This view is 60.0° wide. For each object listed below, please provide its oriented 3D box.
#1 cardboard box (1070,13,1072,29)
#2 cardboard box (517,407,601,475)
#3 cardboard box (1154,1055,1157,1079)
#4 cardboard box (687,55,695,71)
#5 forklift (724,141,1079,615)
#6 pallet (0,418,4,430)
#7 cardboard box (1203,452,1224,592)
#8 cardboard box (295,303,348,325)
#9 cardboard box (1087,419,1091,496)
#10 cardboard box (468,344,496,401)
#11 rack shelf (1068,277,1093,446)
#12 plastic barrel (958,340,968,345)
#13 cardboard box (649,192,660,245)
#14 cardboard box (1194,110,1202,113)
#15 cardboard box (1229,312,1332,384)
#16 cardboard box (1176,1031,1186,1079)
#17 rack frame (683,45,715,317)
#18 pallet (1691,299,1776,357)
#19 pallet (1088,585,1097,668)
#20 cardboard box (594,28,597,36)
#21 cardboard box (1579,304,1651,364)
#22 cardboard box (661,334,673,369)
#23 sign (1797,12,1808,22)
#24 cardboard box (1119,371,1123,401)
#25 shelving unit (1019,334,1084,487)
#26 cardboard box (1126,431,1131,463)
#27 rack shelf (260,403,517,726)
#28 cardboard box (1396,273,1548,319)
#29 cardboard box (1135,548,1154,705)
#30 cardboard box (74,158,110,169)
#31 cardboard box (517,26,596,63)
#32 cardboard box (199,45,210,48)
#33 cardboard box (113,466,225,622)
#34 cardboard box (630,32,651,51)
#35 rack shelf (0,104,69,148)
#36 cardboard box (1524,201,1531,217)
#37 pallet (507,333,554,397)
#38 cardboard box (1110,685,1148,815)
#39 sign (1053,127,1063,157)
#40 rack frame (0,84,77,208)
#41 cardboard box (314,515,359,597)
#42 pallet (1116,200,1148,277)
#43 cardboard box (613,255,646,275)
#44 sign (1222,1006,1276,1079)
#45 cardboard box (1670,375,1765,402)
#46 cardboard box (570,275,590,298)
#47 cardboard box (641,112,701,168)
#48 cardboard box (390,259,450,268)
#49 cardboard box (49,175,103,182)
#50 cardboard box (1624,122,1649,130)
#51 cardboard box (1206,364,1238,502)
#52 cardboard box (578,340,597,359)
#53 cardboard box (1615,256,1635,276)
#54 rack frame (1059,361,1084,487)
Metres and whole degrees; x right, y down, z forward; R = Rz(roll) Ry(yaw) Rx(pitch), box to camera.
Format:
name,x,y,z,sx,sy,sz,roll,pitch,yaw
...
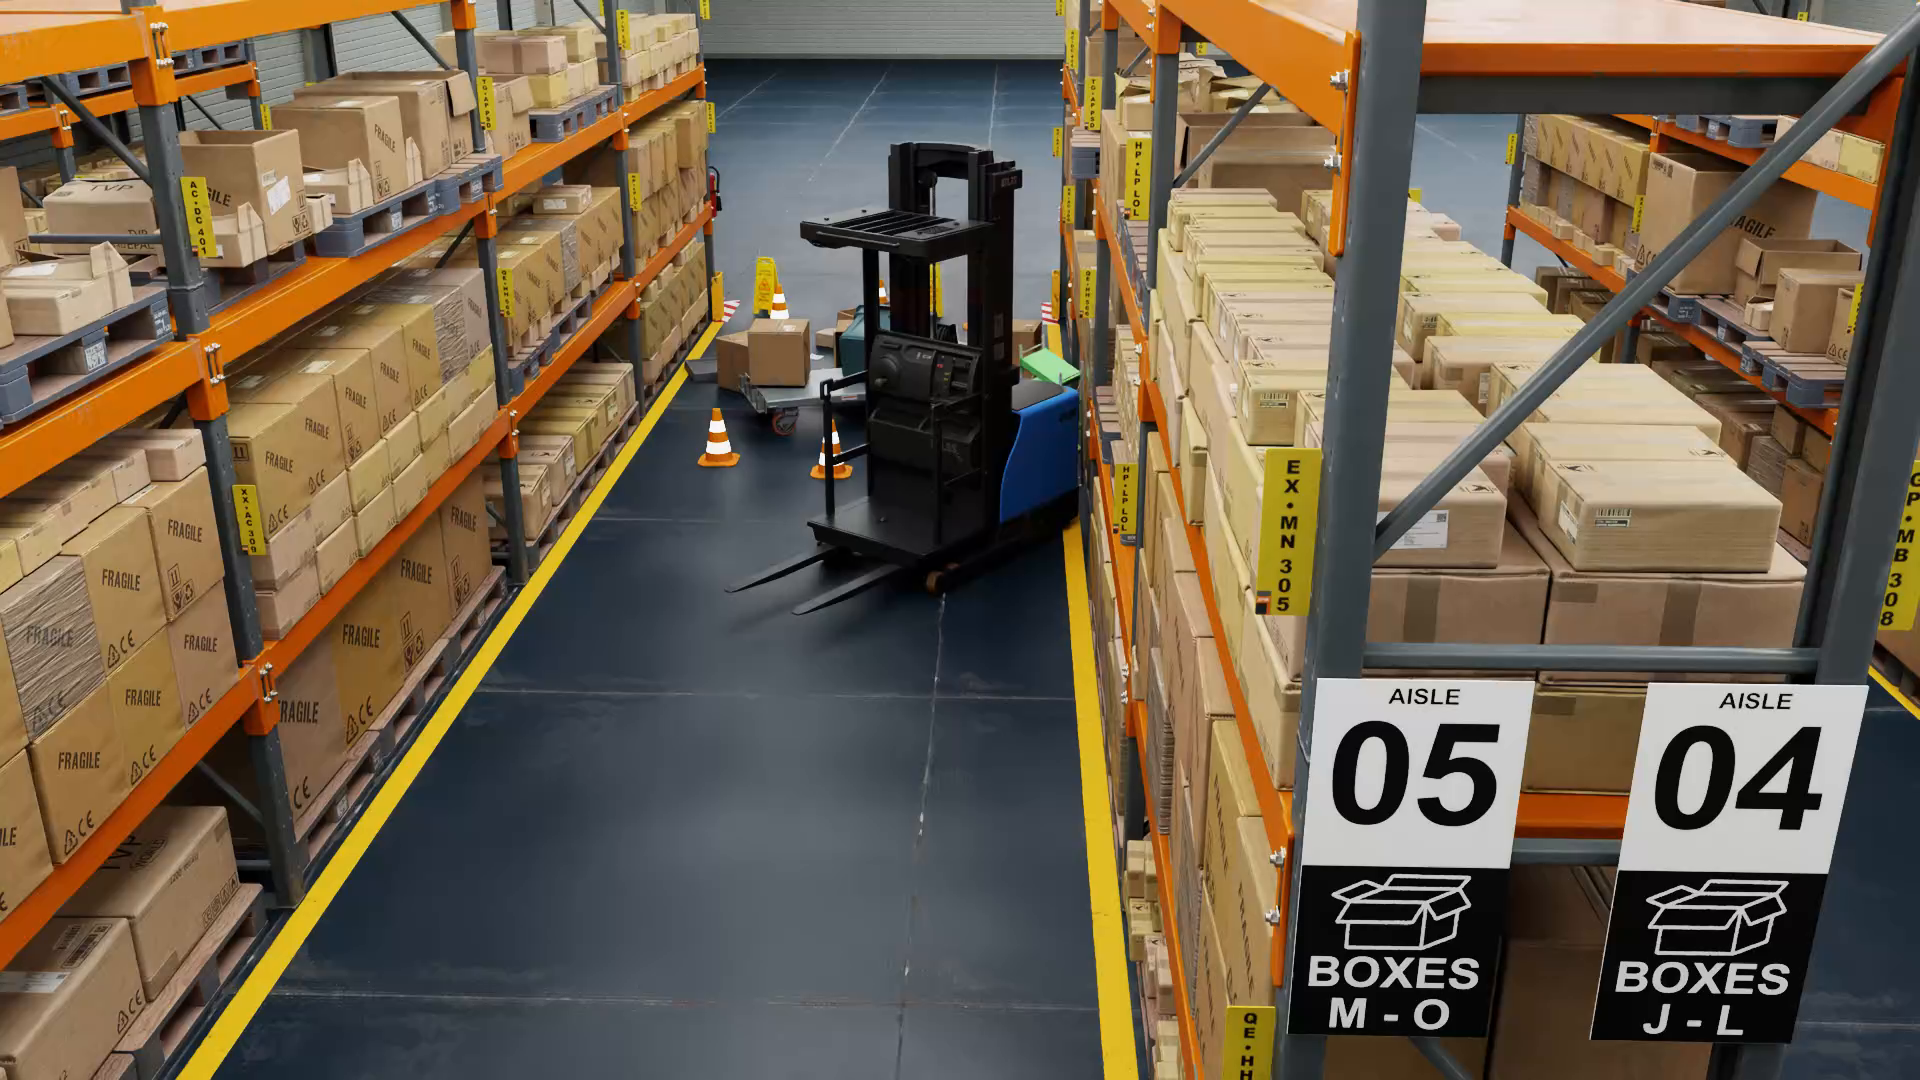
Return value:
name,x,y,z,sx,sy,sz,roll,pitch,yaw
cardboard box,1.324,-4.963,16.104,0.500,0.250,0.500,1,21,1
cardboard box,-3.483,-0.814,13.532,0.950,0.372,0.625,1,21,3
cardboard box,0.944,2.097,6.338,0.380,0.149,0.250,0,21,0
cardboard box,-3.016,-5.049,17.596,0.380,0.149,0.250,1,21,2
forklift,-0.383,-1.186,11.534,1.130,2.935,3.031,16,26,35
pallet,-3.751,-0.273,5.062,1.003,0.211,1.213,1,21,2
cardboard box,0.940,-0.047,4.564,0.500,0.250,0.500,2,21,4
cardboard box,-3.850,-1.069,9.616,0.500,0.500,0.500,1,21,3
cardboard box,1.529,-0.762,12.876,1.050,0.750,0.750,1,21,2
cardboard box,-3.314,-1.083,10.690,0.500,0.250,0.500,1,21,1
rack shelf,1.458,-1.468,13.160,1.077,0.370,4.000,1,21,2
plastic barrel,0.020,-1.752,16.460,0.512,0.421,0.421,18,27,38
cardboard box,-3.148,-3.067,15.738,0.500,0.500,0.500,1,21,1
cardboard box,1.634,-2.316,10.066,0.500,0.500,0.500,1,21,2
cardboard box,0.941,-0.521,4.544,0.380,0.149,0.250,1,21,3
cardboard box,0.985,1.909,6.000,0.380,0.149,0.250,1,21,2
rack frame,-3.310,-3.991,18.667,1.000,3.000,0.127,1,21,2
pallet,6.371,-1.616,12.811,1.003,0.211,1.213,1,21,2
pallet,1.372,0.502,10.942,1.003,0.211,1.213,1,21,2
cardboard box,-3.668,-4.784,15.811,0.380,0.149,0.250,1,21,2
cardboard box,6.476,-2.042,16.521,0.500,0.500,0.500,-1,21,-3
cardboard box,-3.139,-1.862,16.401,0.500,0.250,0.500,2,21,5
sign,7.028,-4.253,13.939,0.100,0.325,0.005,1,21,2
cardboard box,1.171,-0.930,10.135,0.380,0.149,0.250,0,21,0
shelving unit,0.732,-0.982,13.173,0.258,1.200,0.503,-27,46,-25
cardboard box,1.143,-0.520,9.488,0.380,0.149,0.250,1,21,2
rack shelf,-3.615,-0.039,9.478,1.077,0.370,4.000,1,21,2
cardboard box,1.538,-0.705,5.019,0.380,0.149,0.250,0,21,1
cardboard box,1.008,0.357,6.912,0.500,0.500,0.500,0,21,1
cardboard box,-8.615,-3.667,16.386,0.380,0.149,0.250,0,21,1
cardboard box,-3.322,-4.091,13.714,0.500,0.250,0.500,1,21,3
cardboard box,-8.001,-5.227,17.175,0.396,0.266,0.258,1,21,2
cardboard box,-3.414,0.009,6.838,0.500,0.500,0.500,0,21,1
cardboard box,-3.066,-4.592,15.315,0.380,0.149,0.250,0,21,1
rack shelf,-8.454,-2.937,12.801,1.077,0.370,4.000,1,21,2
cardboard box,6.321,-3.574,17.940,0.380,0.149,0.250,1,21,2
pallet,-3.639,-1.267,11.914,1.213,0.211,1.003,1,21,2
cardboard box,1.046,1.065,8.511,0.500,0.500,0.500,0,21,1
sign,1.086,-4.421,18.471,0.100,0.325,0.005,1,21,2
rack frame,-8.394,-2.598,15.077,1.000,3.000,0.127,1,21,2
cardboard box,-3.384,0.075,8.397,0.500,0.250,0.500,0,21,0
pallet,1.429,-1.542,8.469,1.213,0.211,1.003,1,21,2
cardboard box,-3.102,-2.537,15.269,0.380,0.149,0.250,1,21,1
sign,0.600,1.112,3.479,0.100,0.325,0.005,1,21,2
cardboard box,6.400,-1.081,14.016,0.700,0.500,0.500,1,21,1
cardboard box,-3.217,-2.065,13.471,0.380,0.149,0.250,1,21,2
cardboard box,-3.043,-4.086,16.982,0.700,0.500,0.500,0,21,1
cardboard box,-3.818,-1.646,11.496,0.500,0.500,0.500,0,21,0
cardboard box,-8.187,-3.293,15.423,0.380,0.149,0.250,1,21,2
cardboard box,6.775,-3.789,16.216,0.500,0.500,0.500,1,21,2
cardboard box,0.946,-0.289,4.495,0.500,0.250,0.500,1,21,2
cardboard box,-3.682,-2.025,15.784,0.500,0.500,0.500,0,21,1
cardboard box,6.203,-2.489,15.145,0.380,0.149,0.250,1,21,2
rack frame,0.875,-0.859,13.018,0.240,1.200,0.015,-27,46,-25
